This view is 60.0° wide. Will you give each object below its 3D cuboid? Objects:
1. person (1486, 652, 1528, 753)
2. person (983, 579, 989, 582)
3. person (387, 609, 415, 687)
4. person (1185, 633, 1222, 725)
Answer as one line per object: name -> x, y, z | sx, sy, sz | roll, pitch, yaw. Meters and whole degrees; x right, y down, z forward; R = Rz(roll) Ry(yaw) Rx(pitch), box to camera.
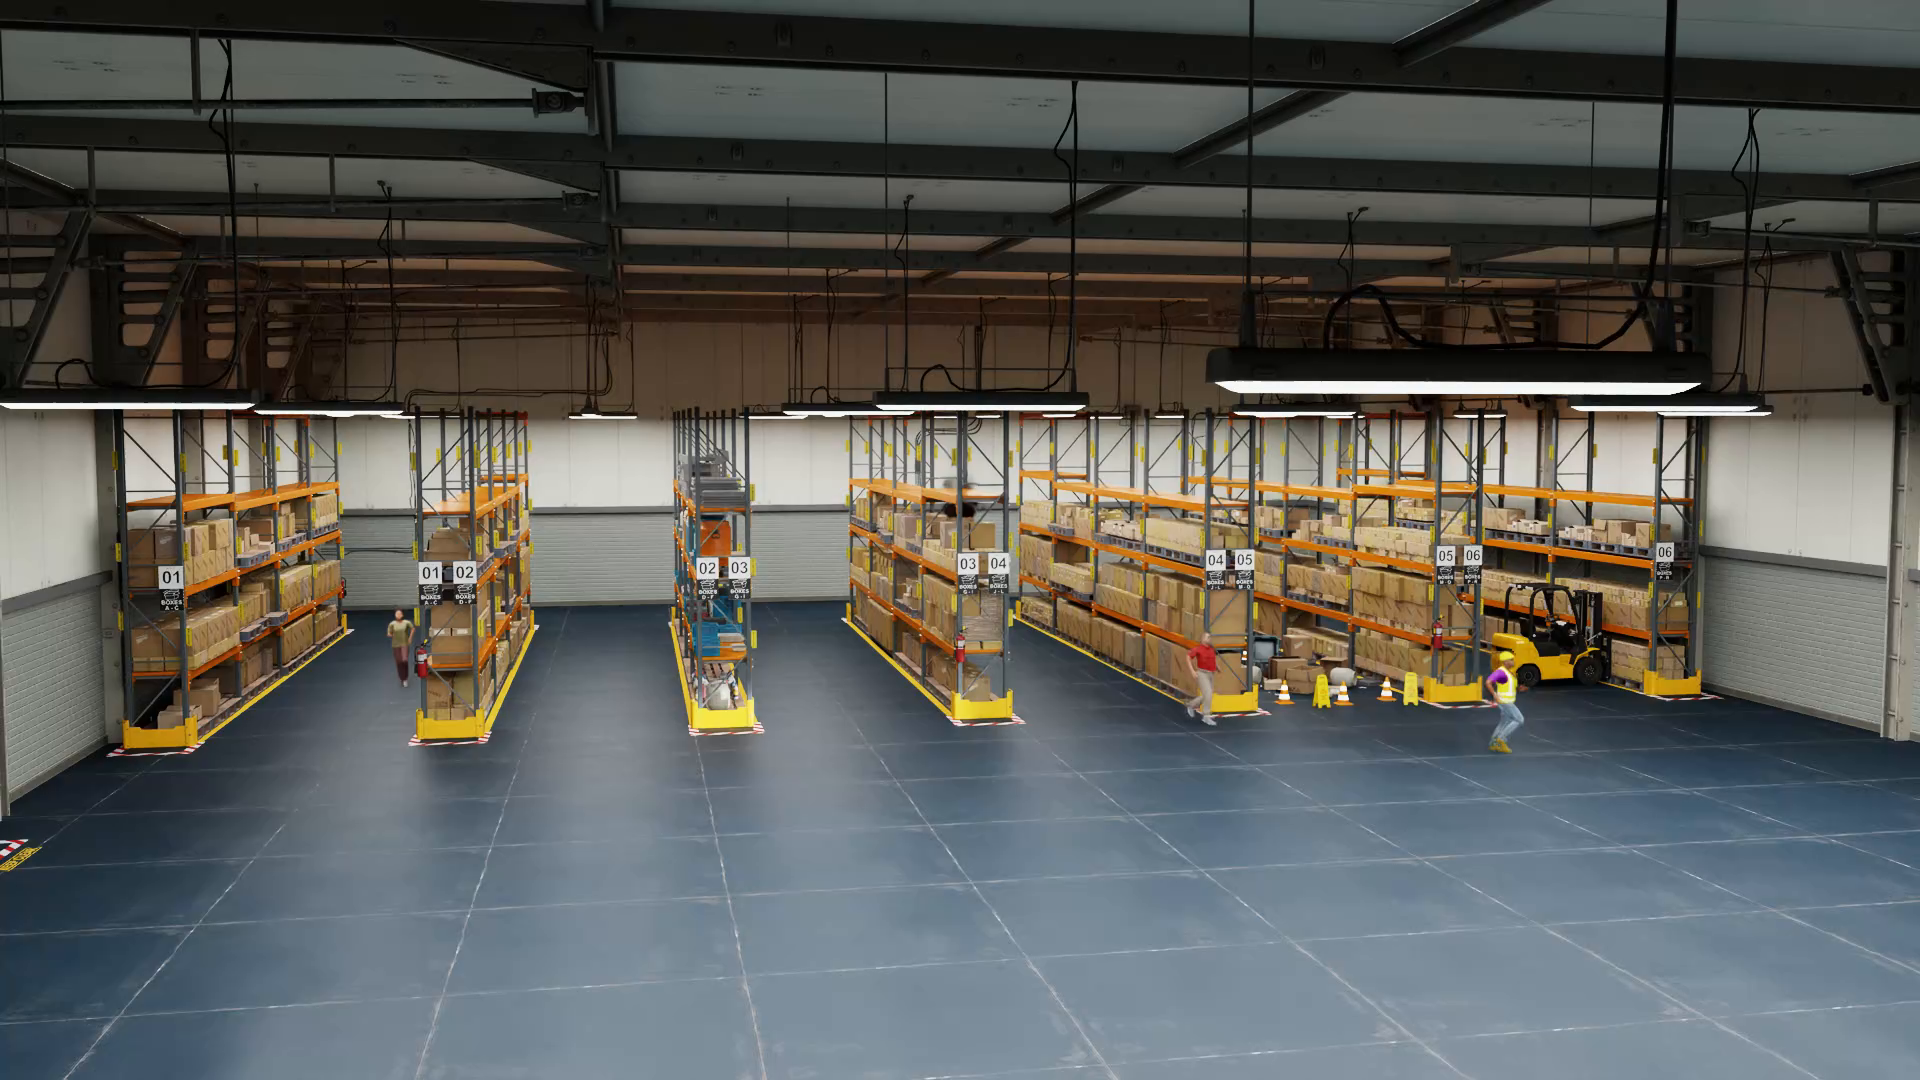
person -> 9.462, 2.797, 28.706 | 0.658, 1.741, 0.692 | 2, 5, 27
person -> 0.614, 1.397, 49.106 | 0.853, 1.666, 0.551 | 2, 5, 27
person -> -12.119, 2.336, 36.026 | 0.556, 1.710, 0.711 | -1, 4, -11
person -> 4.693, 2.634, 31.746 | 0.707, 1.710, 0.756 | -4, 6, -43
